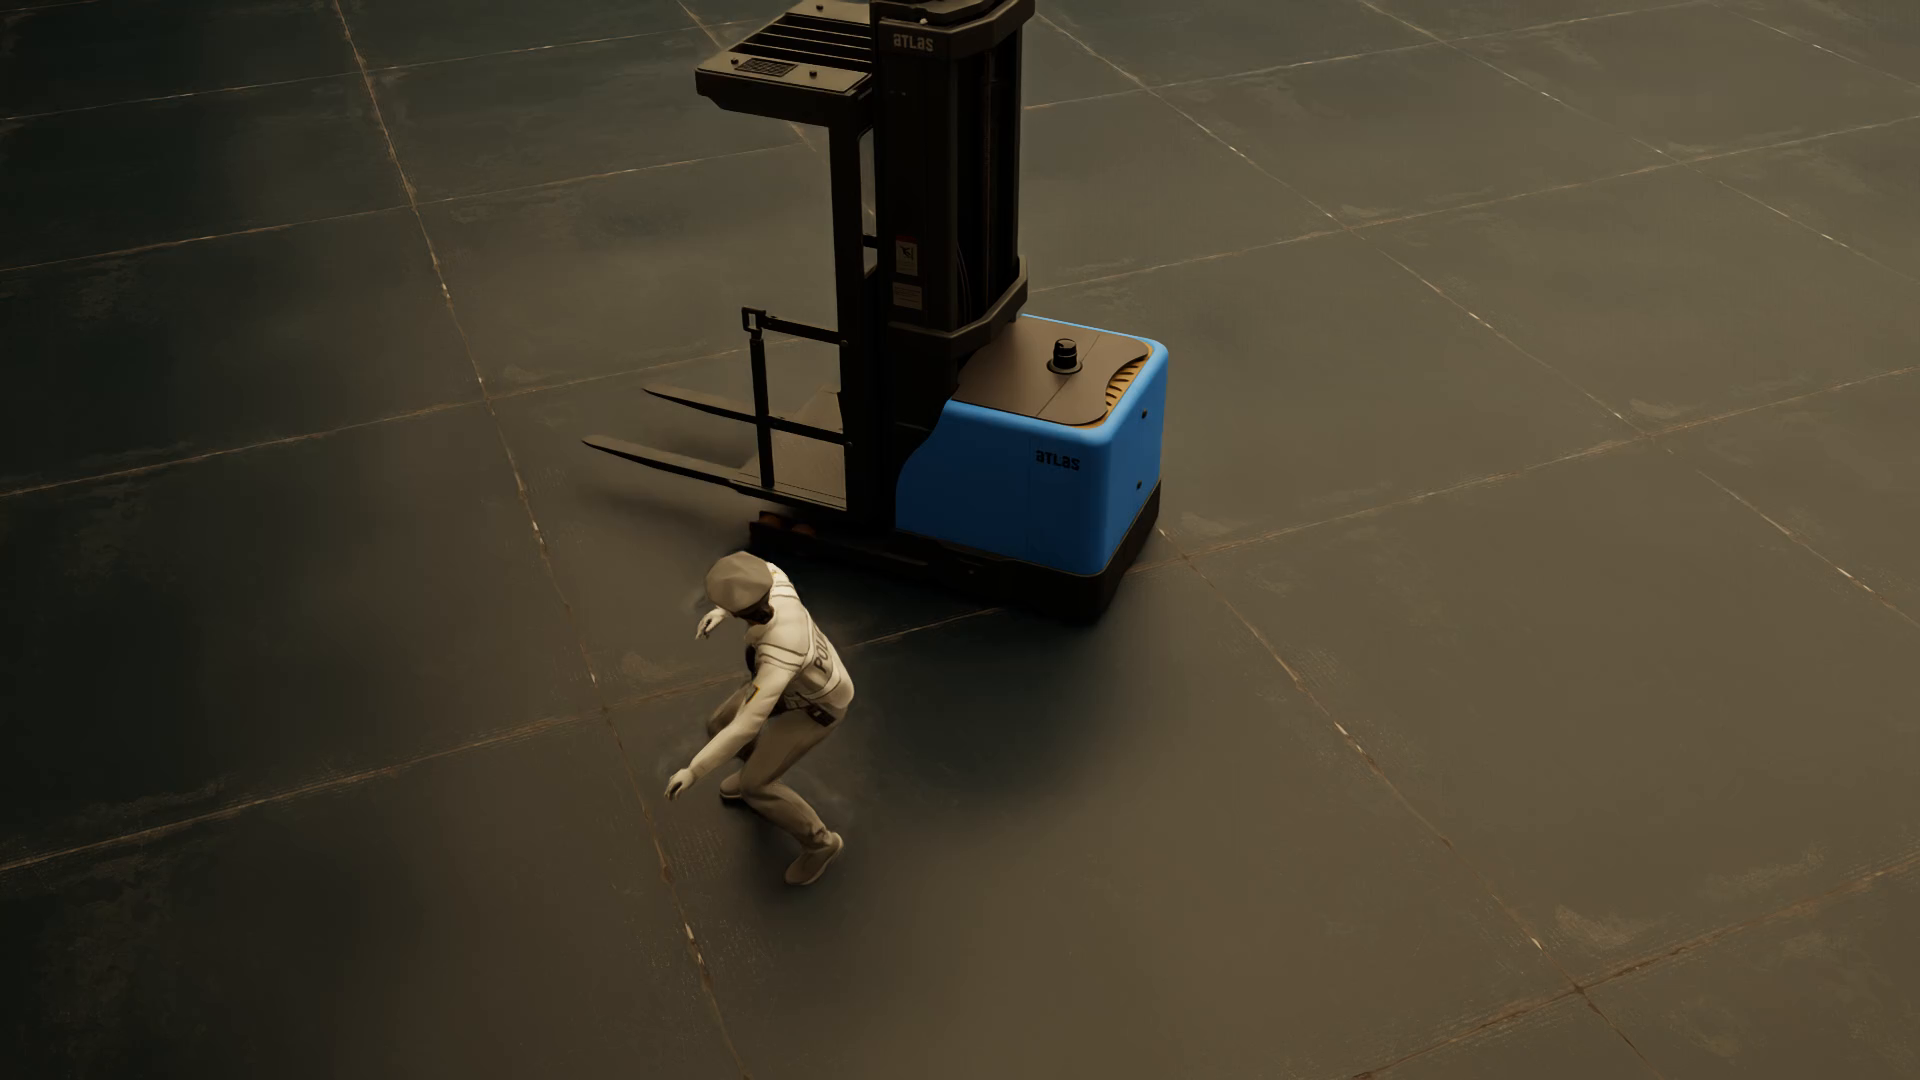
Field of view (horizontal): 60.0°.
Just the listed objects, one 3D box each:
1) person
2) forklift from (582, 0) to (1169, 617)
[{"bbox_3d":[-0.826,0.641,6.537,0.832,1.429,0.738,-12,37,-16],"label":"person"},{"bbox_3d":[-0.528,-1.377,8.034,3.031,2.935,1.130,14,38,19],"label":"forklift"}]
